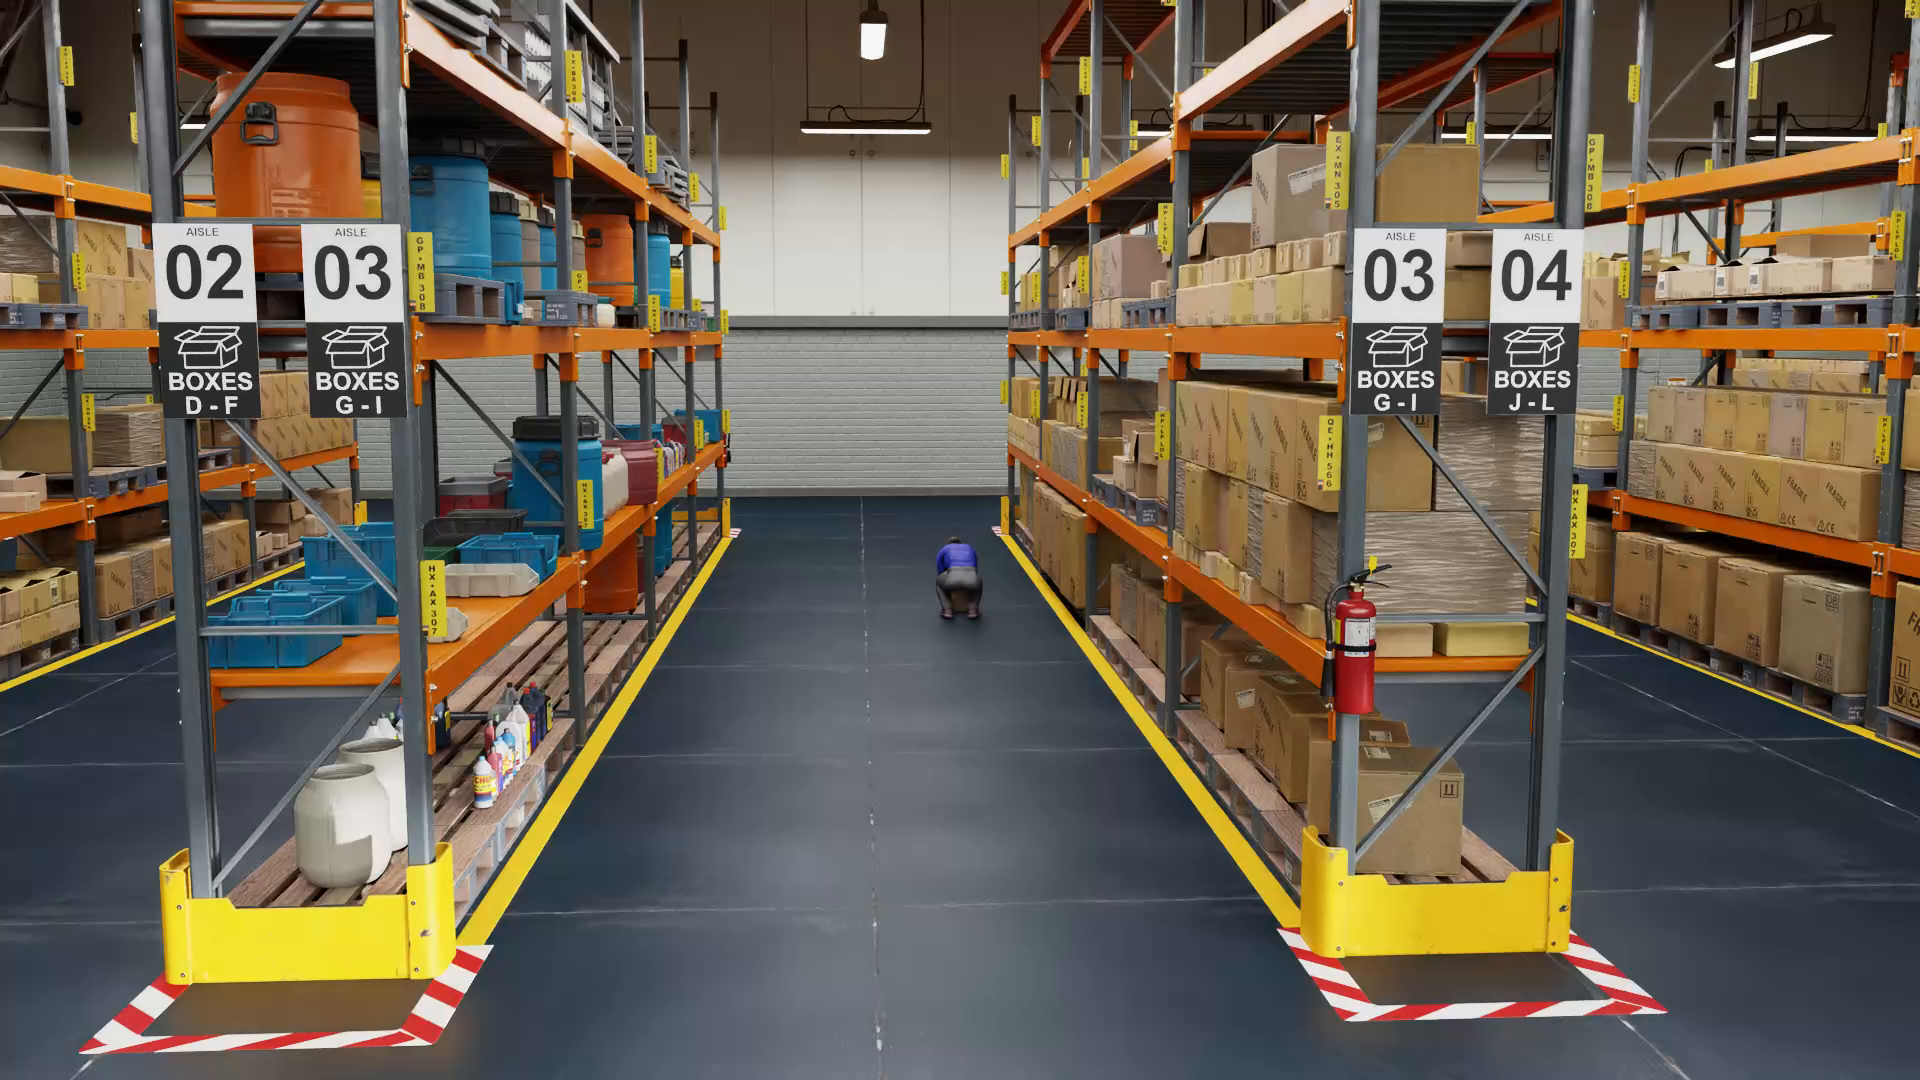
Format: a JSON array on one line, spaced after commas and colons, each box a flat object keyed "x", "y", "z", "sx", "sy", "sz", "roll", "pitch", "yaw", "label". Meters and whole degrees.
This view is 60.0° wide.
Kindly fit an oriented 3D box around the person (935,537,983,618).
[{"x": -0.008, "y": 0.404, "z": 16.507, "sx": 0.472, "sy": 0.814, "sz": 0.823, "roll": 0, "pitch": 7, "yaw": -2, "label": "person"}]
